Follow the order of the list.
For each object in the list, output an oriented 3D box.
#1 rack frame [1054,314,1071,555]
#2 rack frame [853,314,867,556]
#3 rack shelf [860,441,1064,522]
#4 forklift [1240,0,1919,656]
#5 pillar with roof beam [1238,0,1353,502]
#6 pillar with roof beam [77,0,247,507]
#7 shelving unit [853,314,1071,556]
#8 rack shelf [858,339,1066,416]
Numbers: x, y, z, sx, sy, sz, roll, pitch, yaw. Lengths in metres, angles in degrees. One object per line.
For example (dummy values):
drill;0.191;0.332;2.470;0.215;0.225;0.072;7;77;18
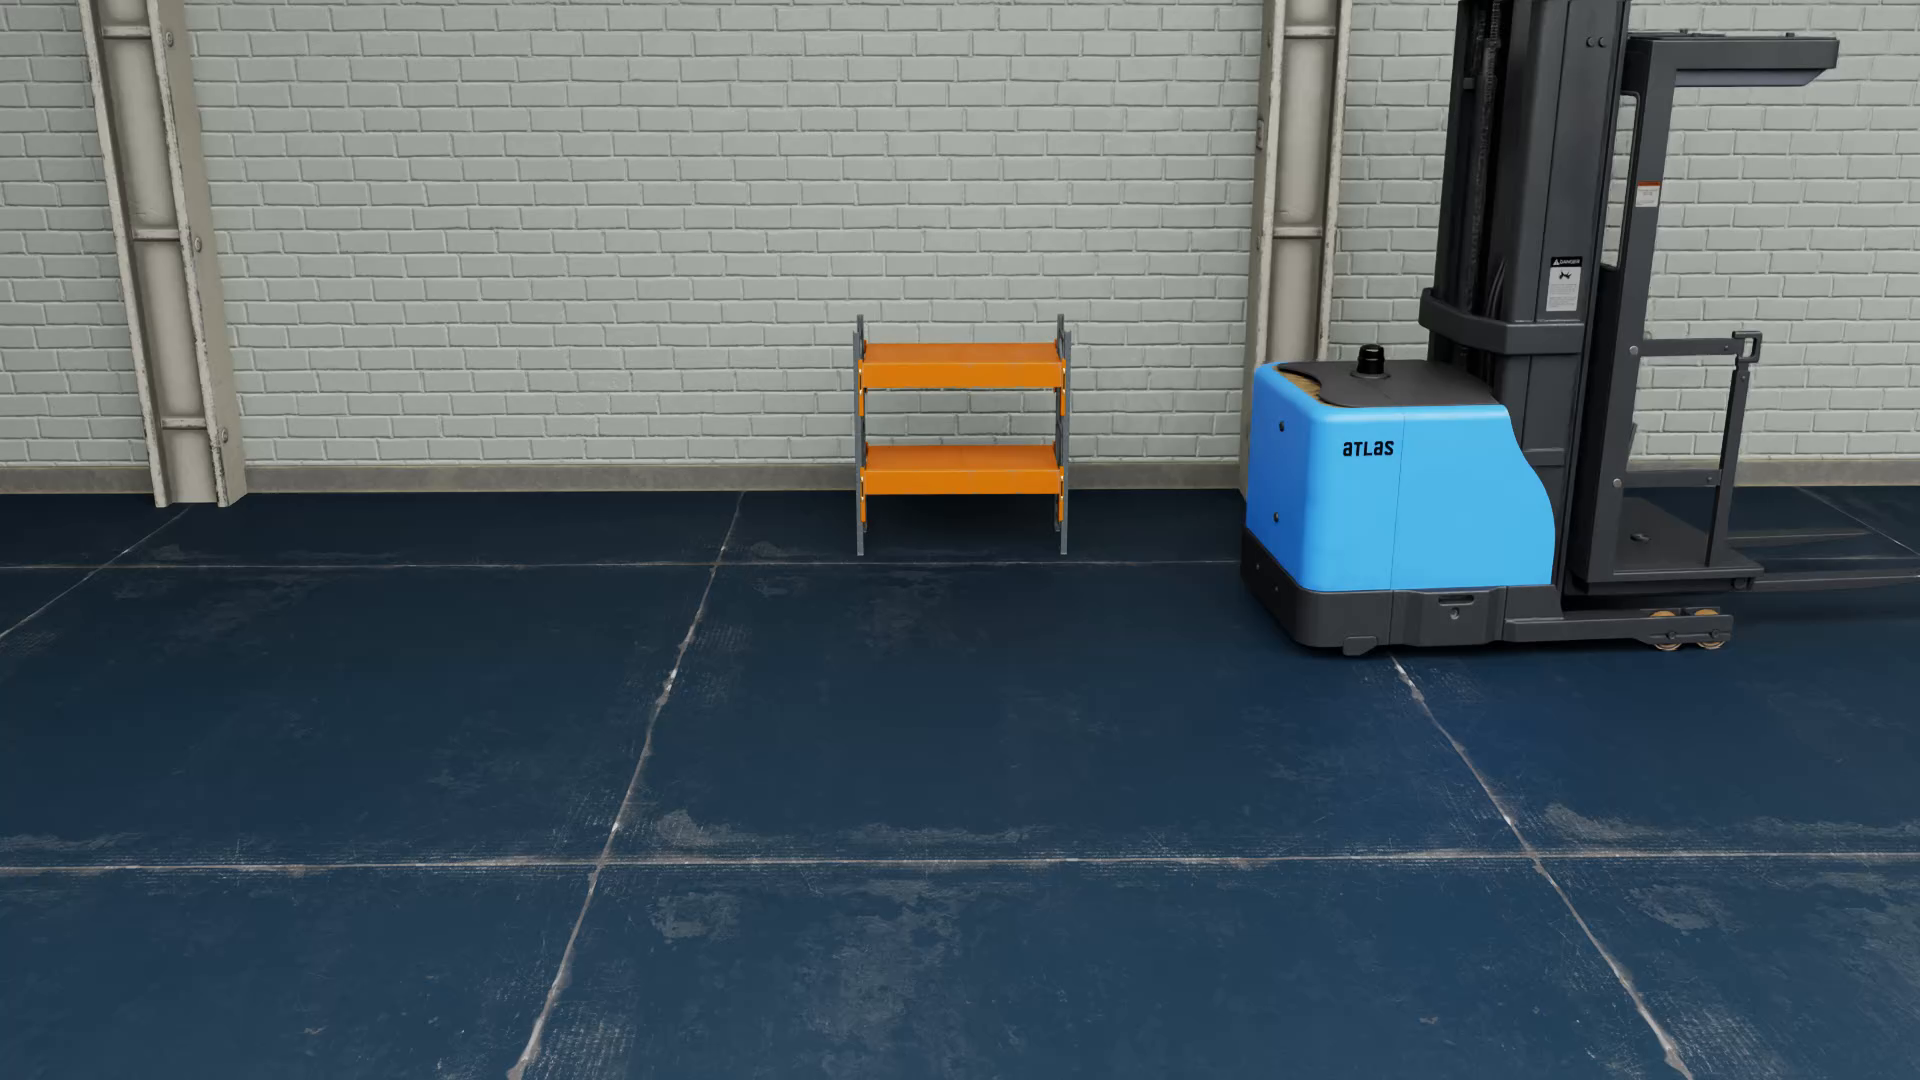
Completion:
rack frame;0.515;-0.538;8.384;0.032;1.125;0.500;0;18;-1
rack frame;-0.502;-0.533;8.368;0.032;1.125;0.500;0;18;-1
rack shelf;0.007;-0.303;8.451;1.000;0.278;0.538;0;18;-1
forklift;2.867;-1.083;7.127;3.031;2.935;1.130;-2;18;-6
pillar with roof beam;1.853;-3.227;3.876;0.400;9.000;9.100;0;18;-1
pillar with roof beam;-4.146;-3.198;3.786;0.400;9.000;9.100;0;18;-1
shelving unit;0.007;-0.536;8.376;1.048;1.125;0.538;0;18;-1
rack shelf;0.007;-0.814;8.286;1.000;0.278;0.538;0;18;-1
